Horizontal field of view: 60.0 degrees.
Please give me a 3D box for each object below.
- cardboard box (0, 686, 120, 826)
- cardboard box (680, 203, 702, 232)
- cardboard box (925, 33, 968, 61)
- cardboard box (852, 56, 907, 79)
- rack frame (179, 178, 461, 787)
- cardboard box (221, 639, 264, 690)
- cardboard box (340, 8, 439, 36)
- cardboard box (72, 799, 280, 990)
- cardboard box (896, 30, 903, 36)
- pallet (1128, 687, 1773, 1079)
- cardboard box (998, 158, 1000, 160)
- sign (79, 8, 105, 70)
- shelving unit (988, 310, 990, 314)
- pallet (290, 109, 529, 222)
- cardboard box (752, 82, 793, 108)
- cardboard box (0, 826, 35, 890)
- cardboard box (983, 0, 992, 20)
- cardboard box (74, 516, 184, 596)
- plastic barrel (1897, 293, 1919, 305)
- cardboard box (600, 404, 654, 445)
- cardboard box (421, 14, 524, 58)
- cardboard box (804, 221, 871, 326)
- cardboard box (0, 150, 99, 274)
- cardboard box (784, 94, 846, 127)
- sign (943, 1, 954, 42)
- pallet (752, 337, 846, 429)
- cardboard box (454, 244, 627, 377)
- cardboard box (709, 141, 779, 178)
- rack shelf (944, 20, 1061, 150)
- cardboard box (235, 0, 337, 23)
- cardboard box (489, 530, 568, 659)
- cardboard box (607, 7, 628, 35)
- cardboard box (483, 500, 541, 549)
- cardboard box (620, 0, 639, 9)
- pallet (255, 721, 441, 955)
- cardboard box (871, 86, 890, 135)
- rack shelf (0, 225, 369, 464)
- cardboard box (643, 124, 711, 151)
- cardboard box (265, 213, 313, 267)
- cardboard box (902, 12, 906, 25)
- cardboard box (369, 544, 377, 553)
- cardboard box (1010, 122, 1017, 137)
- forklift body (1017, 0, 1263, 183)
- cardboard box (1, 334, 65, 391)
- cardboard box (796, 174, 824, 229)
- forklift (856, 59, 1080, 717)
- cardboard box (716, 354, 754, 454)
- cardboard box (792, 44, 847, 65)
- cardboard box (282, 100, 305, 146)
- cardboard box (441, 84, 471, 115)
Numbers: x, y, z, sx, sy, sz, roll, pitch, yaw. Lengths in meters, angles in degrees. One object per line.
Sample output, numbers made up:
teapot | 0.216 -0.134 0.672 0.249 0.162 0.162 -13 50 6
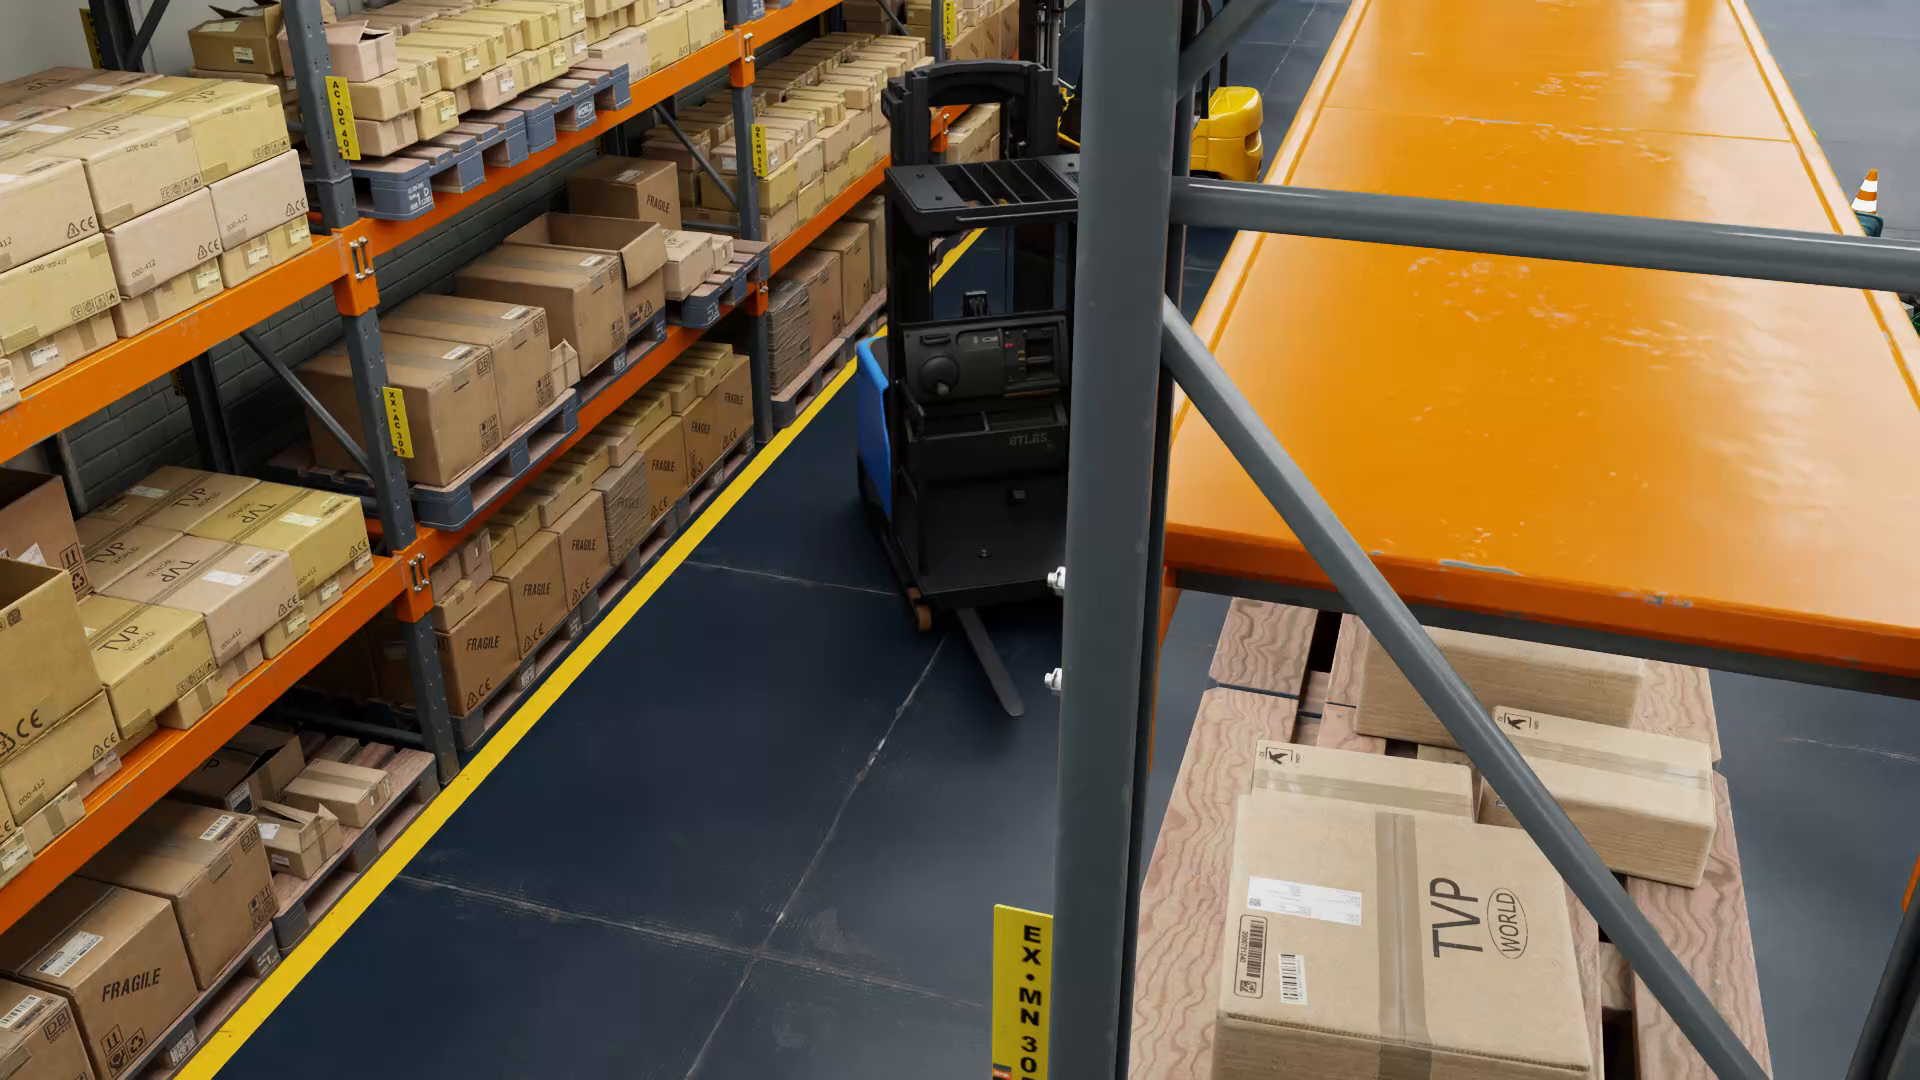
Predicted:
cardboard box | -3.326 0.706 5.779 0.500 0.250 0.500 8 30 14
cardboard box | -1.904 -2.244 11.387 0.500 0.250 0.500 8 30 14
cardboard box | -0.238 -4.135 14.531 0.500 0.500 0.500 8 30 13
cardboard box | -0.636 -3.690 13.062 0.380 0.149 0.250 8 30 13
rack frame | -2.966 -0.205 7.568 1.000 3.000 0.127 8 30 15
cardboard box | -3.030 0.455 6.639 0.380 0.149 0.250 9 30 16
cardboard box | -2.683 -2.398 7.842 0.380 0.149 0.250 8 30 13
cardboard box | -3.277 1.418 6.790 0.700 0.500 0.500 7 30 13
cardboard box | -0.744 -4.214 14.672 0.500 0.500 0.500 8 30 15
pallet | 0.814 0.742 2.871 1.003 0.211 1.213 8 30 15
cardboard box | 0.111 -3.561 15.998 0.500 0.250 0.500 9 30 16
sign | -3.497 -1.991 6.757 0.100 0.325 0.005 8 30 15
shelving unit | 0.122 -0.963 10.937 0.252 1.050 0.215 -14 32 -24
pallet | -2.707 -1.727 7.411 1.213 0.211 1.003 8 30 15
cardboard box | -1.457 -3.287 12.339 0.380 0.149 0.250 9 30 16
cardboard box | -3.355 1.058 5.555 0.380 0.149 0.250 8 30 13
cardboard box | 0.074 -4.832 15.115 0.380 0.149 0.250 8 30 14
cardboard box | -3.510 0.156 6.767 0.500 0.250 0.500 8 30 14
plastic barrel | 7.757 -2.177 13.763 0.421 0.421 0.512 -17 34 -28
cardboard box | -2.058 -0.693 9.918 0.380 0.149 0.250 8 30 14
cardboard box | -2.264 -2.336 7.731 0.380 0.149 0.250 9 30 16
cardboard box | -1.214 -2.115 13.013 0.875 0.625 0.625 7 30 13
cardboard box | -3.181 -1.058 5.351 0.500 0.250 0.500 9 30 16
cardboard box | -1.048 -3.098 11.999 0.380 0.149 0.250 9 30 16
sign | -0.096 -4.321 13.858 0.100 0.325 0.005 8 30 15
pallet | -1.513 -1.222 12.265 1.003 0.211 1.213 8 30 15
cardboard box | -2.227 -1.231 8.877 0.700 0.500 0.500 8 30 15
cardboard box | -1.416 -2.497 10.918 0.380 0.149 0.250 9 30 16
rack shelf | -0.030 -4.538 16.097 1.077 0.370 4.000 8 30 15
cardboard box | -2.895 -2.224 7.103 0.396 0.266 0.258 8 30 15
cardboard box | -2.462 0.262 8.867 0.500 0.500 0.500 8 30 14
cardboard box | -2.014 -2.818 8.923 0.380 0.149 0.250 9 30 15
cardboard box | -2.467 -0.098 8.848 0.380 0.149 0.250 8 30 14
cardboard box | -1.919 -2.926 8.812 0.380 0.149 0.250 8 30 14
pallet | -3.168 1.333 7.673 1.003 0.211 1.213 8 30 15
cardboard box | -0.817 -3.334 12.833 0.500 0.250 0.500 9 30 16
rack shelf | -3.553 -0.272 5.343 1.077 0.370 4.000 8 30 15
cardboard box | -1.919 -2.709 11.299 0.380 0.149 0.250 9 30 16
cardboard box | -2.789 -1.197 6.524 0.380 0.149 0.250 8 30 15
cardboard box | -0.643 -4.679 14.841 0.380 0.149 0.250 9 30 16
cardboard box | -3.061 0.085 8.519 0.380 0.149 0.250 9 30 15
cardboard box | 0.273 -4.005 16.281 0.500 0.250 0.500 8 30 15
forklift body | 1.744 -4.269 15.747 2.313 2.155 1.214 8 30 15
cardboard box | -3.202 -0.608 5.466 0.380 0.149 0.250 9 30 15
cardboard box | -1.275 -2.403 11.673 0.500 0.250 0.500 8 30 14
forklift | 0.203 -0.962 9.000 1.130 2.935 3.031 -7 30 -13
cardboard box | -1.710 -0.928 11.007 0.500 0.500 0.500 9 30 16
cardboard box | -1.129 -3.884 13.412 0.380 0.149 0.250 8 30 15
cardboard box | -2.943 -1.784 7.045 0.380 0.149 0.250 8 30 15
cardboard box | -2.408 -1.962 7.365 0.380 0.149 0.250 9 30 15
